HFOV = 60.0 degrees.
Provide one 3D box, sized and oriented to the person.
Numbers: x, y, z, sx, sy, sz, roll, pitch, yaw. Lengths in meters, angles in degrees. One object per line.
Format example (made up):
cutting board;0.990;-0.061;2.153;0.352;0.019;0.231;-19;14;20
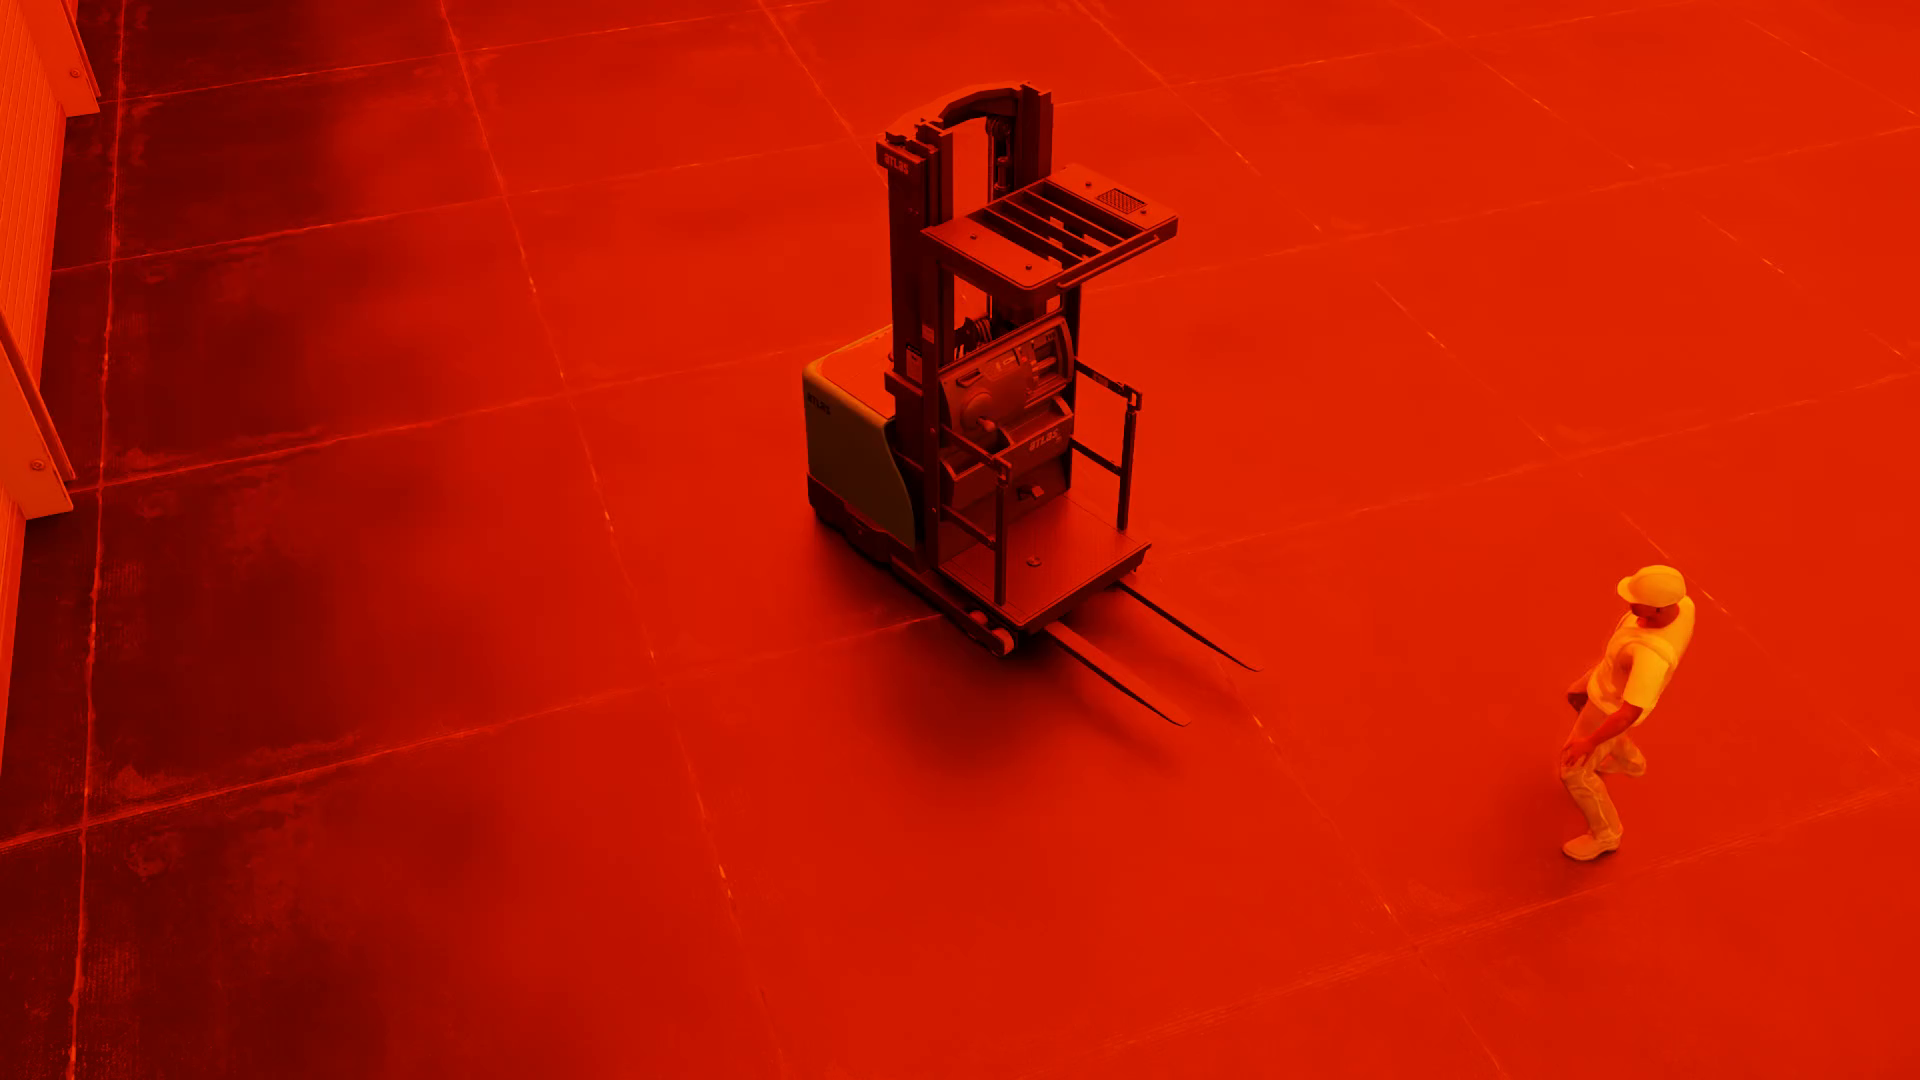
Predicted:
person;3.238;0.717;8.131;0.514;1.669;0.956;23;45;25

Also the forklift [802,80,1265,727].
forklift;0.409;-0.833;8.988;1.130;2.935;3.031;-30;49;-31
